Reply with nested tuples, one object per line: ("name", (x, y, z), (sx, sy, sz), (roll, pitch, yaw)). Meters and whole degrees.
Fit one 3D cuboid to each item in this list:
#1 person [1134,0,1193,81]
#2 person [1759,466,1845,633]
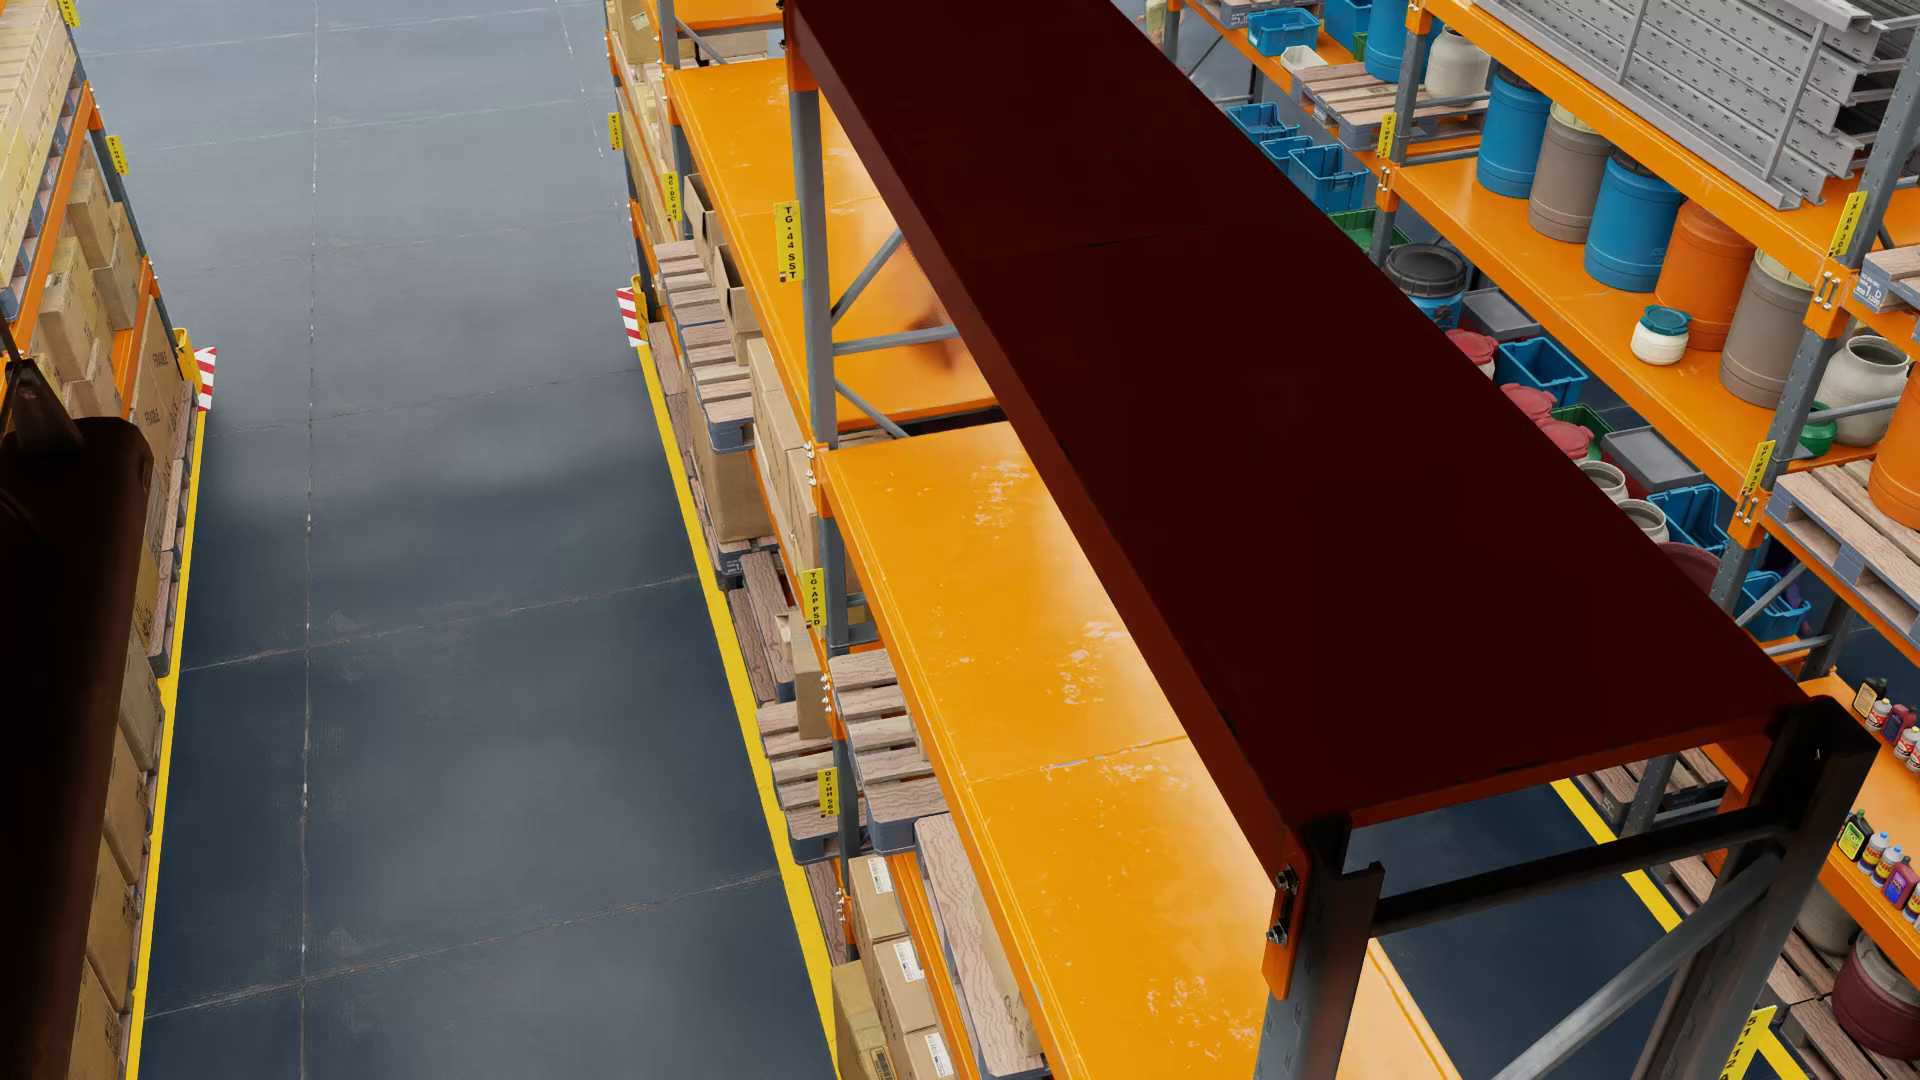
("person", (2.247, -5.578, 18.552), (0.805, 1.650, 0.580), (0, 38, 0))
("person", (5.883, -0.089, 11.609), (0.617, 1.649, 0.837), (-12, 40, -15))
